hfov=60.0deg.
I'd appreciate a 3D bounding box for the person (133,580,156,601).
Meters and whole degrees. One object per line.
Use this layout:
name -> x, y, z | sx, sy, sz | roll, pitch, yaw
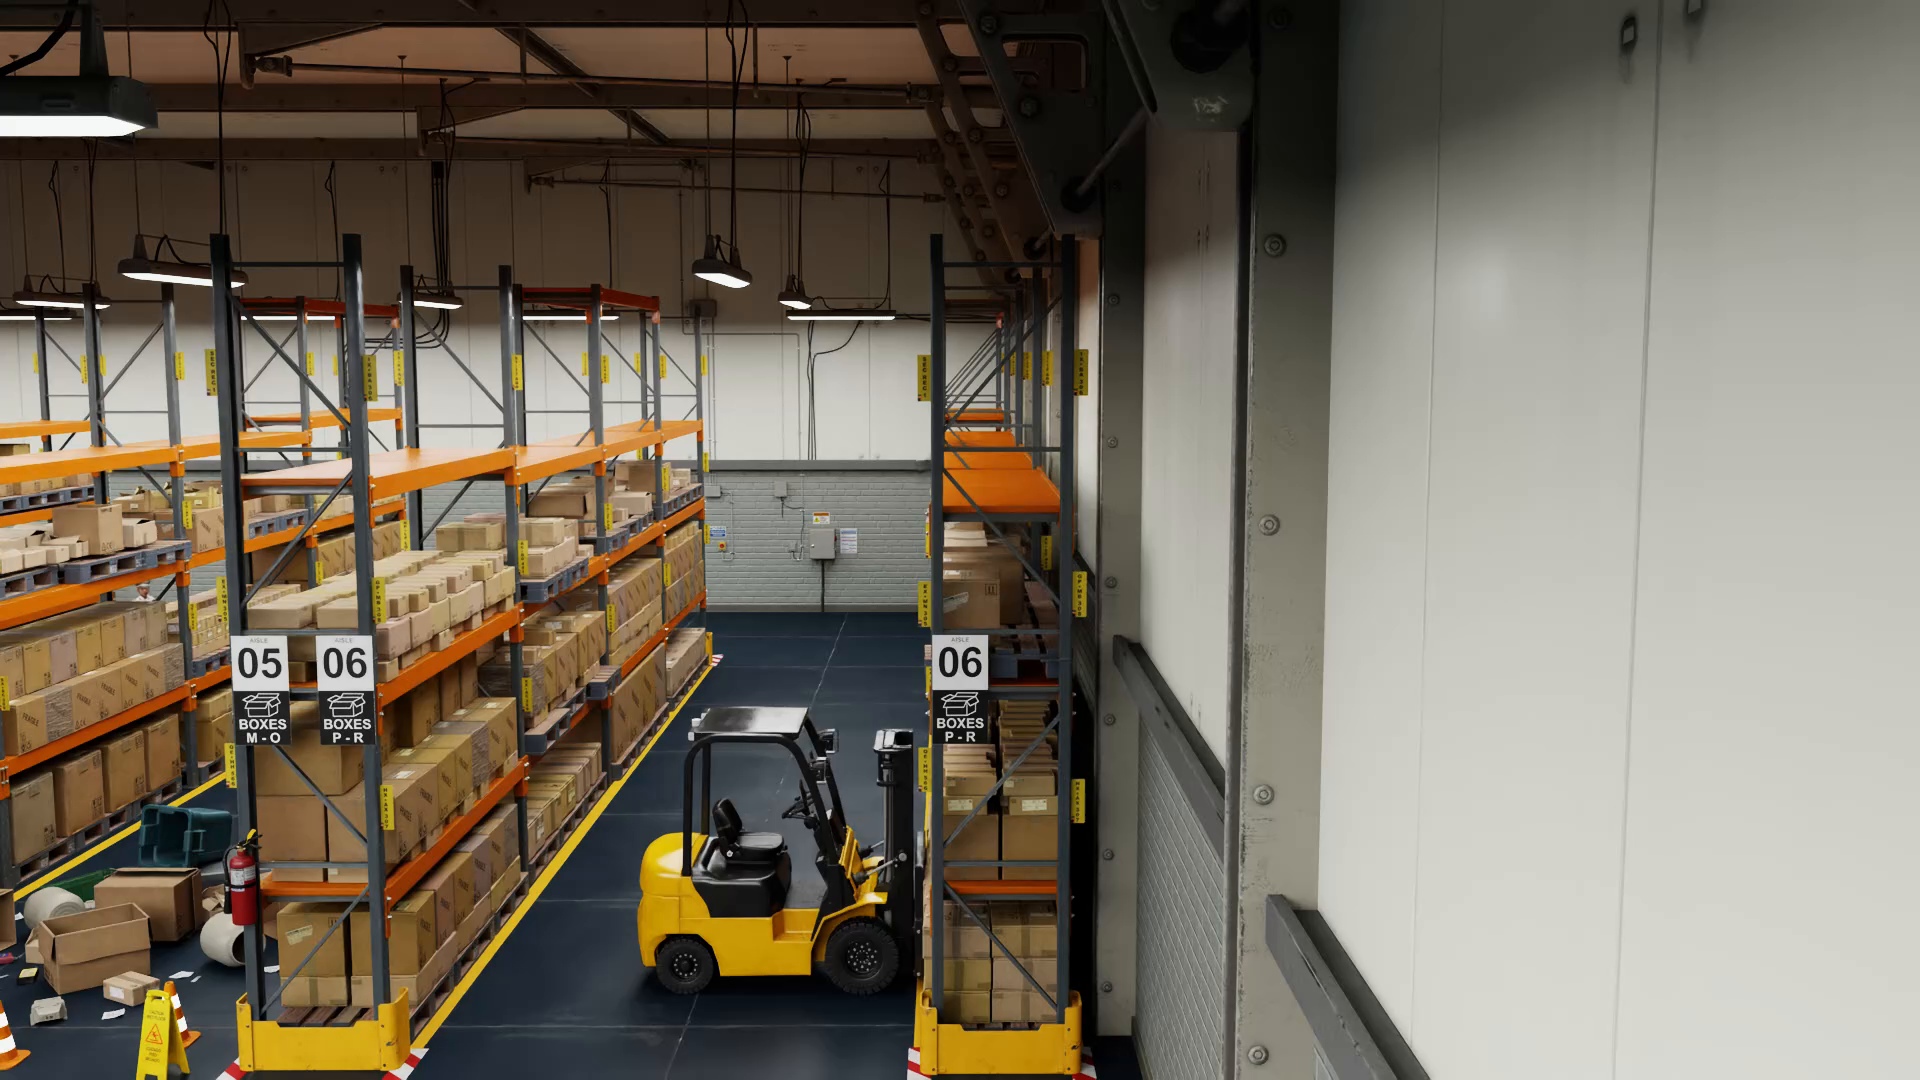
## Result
person -> -12.702, 1.446, 26.043 | 0.423, 1.693, 0.532 | 1, 6, 5
